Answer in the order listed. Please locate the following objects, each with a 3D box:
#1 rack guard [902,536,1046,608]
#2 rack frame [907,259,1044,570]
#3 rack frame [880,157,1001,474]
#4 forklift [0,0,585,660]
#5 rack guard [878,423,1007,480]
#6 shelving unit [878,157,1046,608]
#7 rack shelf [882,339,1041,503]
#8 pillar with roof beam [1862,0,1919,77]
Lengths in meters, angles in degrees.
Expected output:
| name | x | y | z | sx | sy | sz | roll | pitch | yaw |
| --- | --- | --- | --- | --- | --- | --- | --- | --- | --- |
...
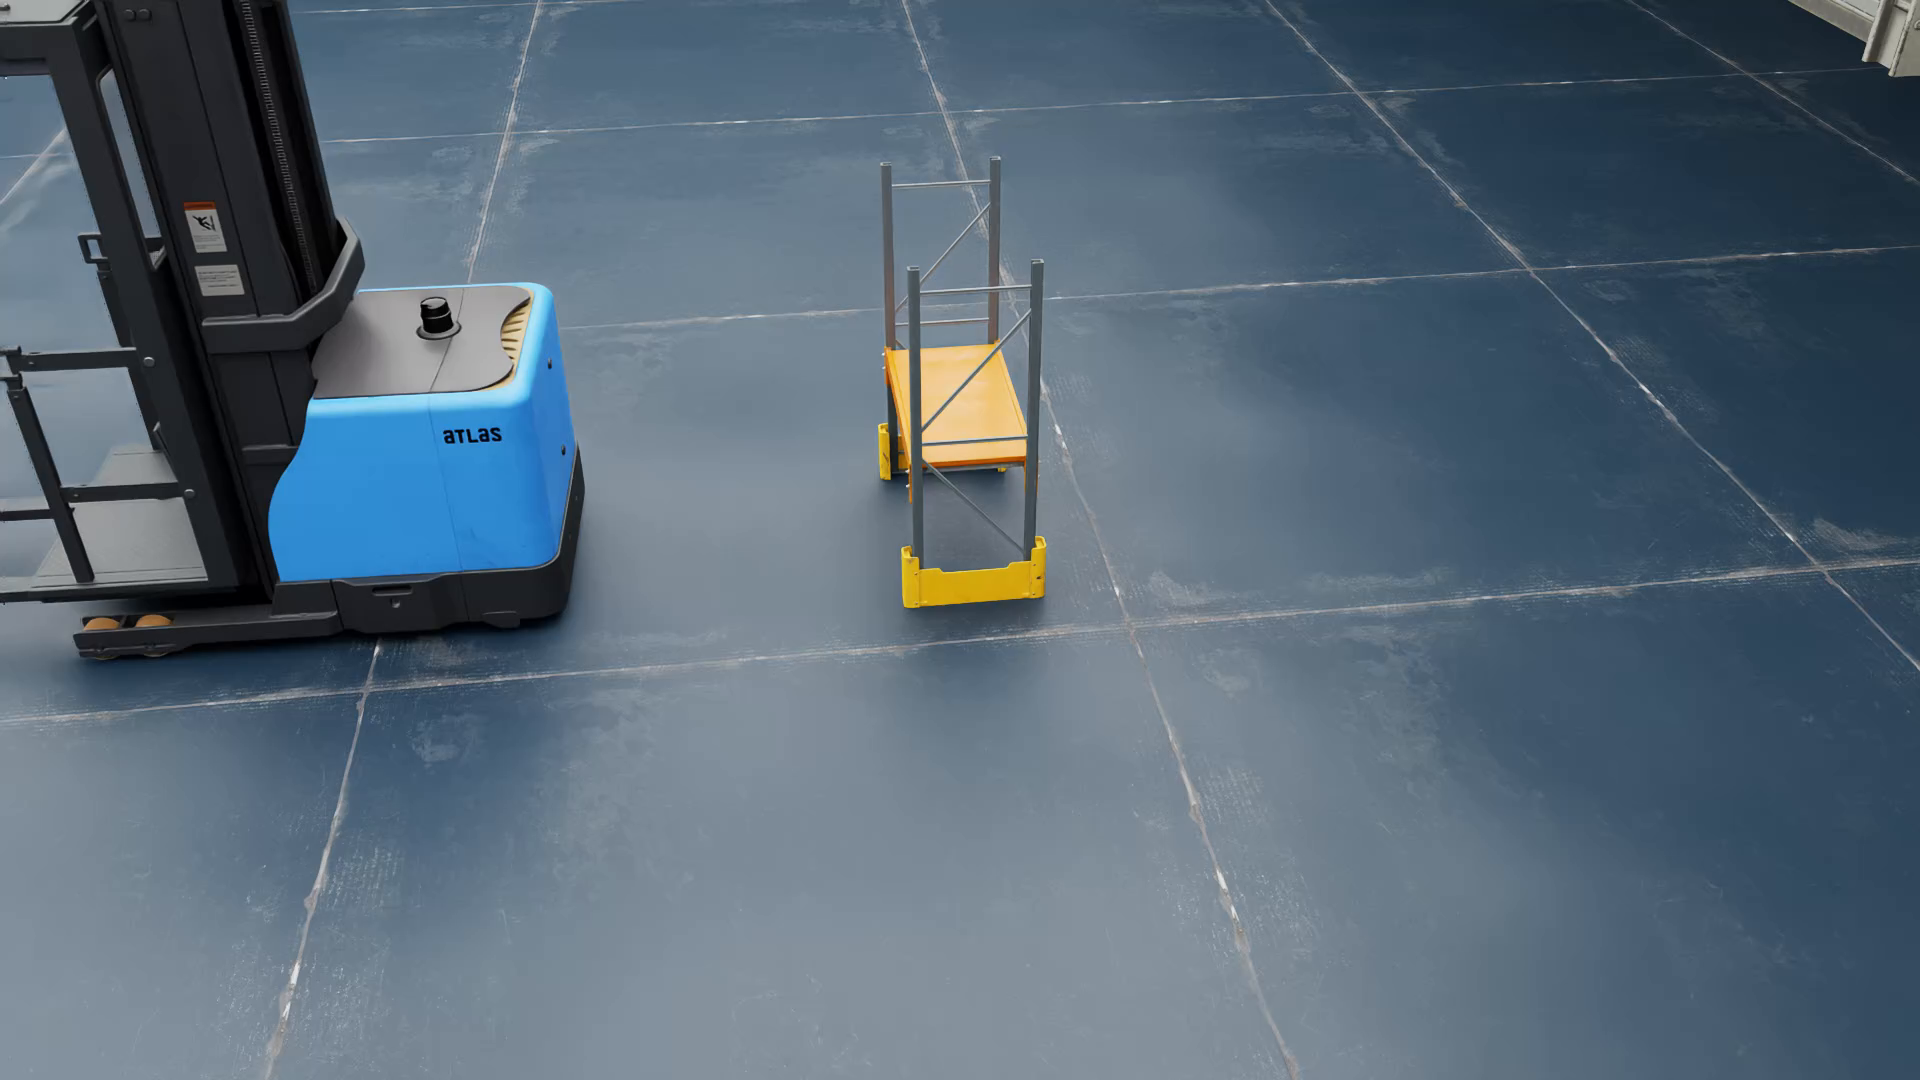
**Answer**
| name | x | y | z | sx | sy | sz | roll | pitch | yaw |
| --- | --- | --- | --- | --- | --- | --- | --- | --- | --- |
| rack guard | 0.057 | 0.132 | 6.834 | 0.587 | 0.250 | 0.087 | -4 | 35 | -6 |
| rack frame | 0.057 | -0.384 | 6.481 | 0.500 | 1.500 | 0.032 | -4 | 35 | -6 |
| rack frame | -0.080 | -0.951 | 7.314 | 0.500 | 1.500 | 0.032 | -4 | 35 | -6 |
| forklift | -3.143 | -1.052 | 6.191 | 3.031 | 2.935 | 1.130 | -3 | 34 | -5 |
| rack guard | -0.077 | -0.424 | 7.650 | 0.587 | 0.250 | 0.087 | -4 | 35 | -6 |
| shelving unit | -0.010 | -0.662 | 6.890 | 0.587 | 1.500 | 1.083 | -4 | 35 | -6 |
| rack shelf | -0.011 | -0.519 | 6.999 | 0.538 | 0.185 | 1.000 | -4 | 35 | -6 |
| pillar with roof beam | 2.736 | -6.932 | 9.431 | 9.100 | 9.000 | 0.400 | -4 | 35 | -6 |
